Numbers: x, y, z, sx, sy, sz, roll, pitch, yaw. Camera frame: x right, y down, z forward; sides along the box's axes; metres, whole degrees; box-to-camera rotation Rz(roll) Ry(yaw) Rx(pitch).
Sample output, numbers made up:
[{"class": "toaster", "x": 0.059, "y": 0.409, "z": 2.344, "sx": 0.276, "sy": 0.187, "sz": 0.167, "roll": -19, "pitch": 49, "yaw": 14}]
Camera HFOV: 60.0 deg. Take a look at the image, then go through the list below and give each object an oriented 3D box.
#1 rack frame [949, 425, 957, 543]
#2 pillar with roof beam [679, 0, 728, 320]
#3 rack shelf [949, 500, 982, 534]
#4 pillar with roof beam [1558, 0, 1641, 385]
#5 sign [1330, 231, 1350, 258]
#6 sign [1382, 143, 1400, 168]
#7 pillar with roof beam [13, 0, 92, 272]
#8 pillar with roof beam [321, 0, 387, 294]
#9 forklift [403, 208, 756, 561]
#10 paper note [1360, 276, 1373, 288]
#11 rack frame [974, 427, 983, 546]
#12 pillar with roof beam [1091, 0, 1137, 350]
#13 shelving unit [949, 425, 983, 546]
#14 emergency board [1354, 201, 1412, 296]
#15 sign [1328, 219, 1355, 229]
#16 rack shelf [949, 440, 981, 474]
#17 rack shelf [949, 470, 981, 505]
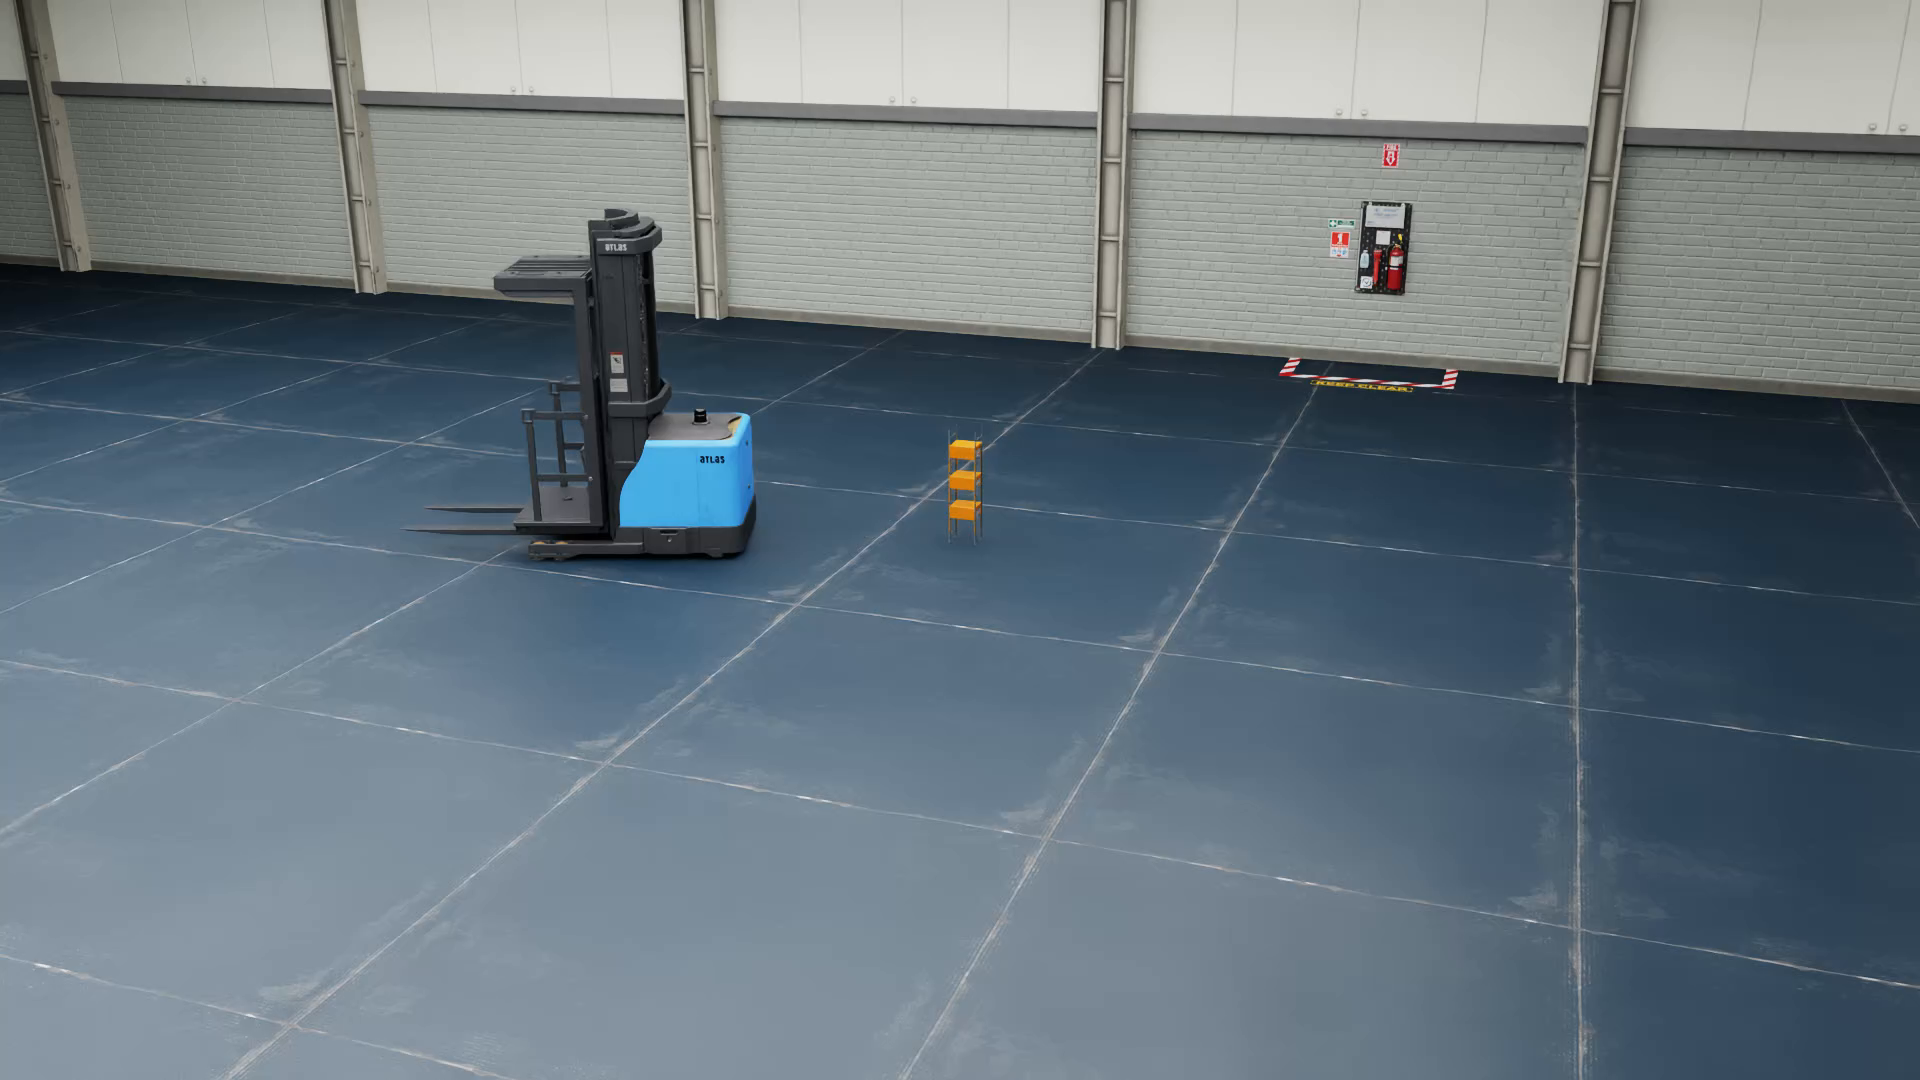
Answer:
[{"class": "rack frame", "x": -0.065, "y": -0.503, "z": 14.925, "sx": 0.008, "sy": 1.050, "sz": 0.200, "roll": 7, "pitch": 20, "yaw": 18}, {"class": "pillar with roof beam", "x": -5.062, "y": -6.195, "z": 19.177, "sx": 0.400, "sy": 9.000, "sz": 9.100, "roll": 7, "pitch": 20, "yaw": 18}, {"class": "rack shelf", "x": 0.051, "y": -0.218, "z": 14.982, "sx": 0.240, "sy": 0.259, "sz": 0.215, "roll": 7, "pitch": 20, "yaw": 18}, {"class": "pillar with roof beam", "x": 6.273, "y": -4.899, "z": 15.458, "sx": 0.400, "sy": 9.000, "sz": 9.100, "roll": 7, "pitch": 20, "yaw": 18}, {"class": "sign", "x": 4.876, "y": -3.792, "z": 21.343, "sx": 0.234, "sy": 0.329, "sz": 0.001, "roll": 7, "pitch": 20, "yaw": 18}, {"class": "sign", "x": 5.389, "y": -4.810, "z": 20.795, "sx": 0.199, "sy": 0.298, "sz": 0.001, "roll": 7, "pitch": 20, "yaw": 18}, {"class": "pillar with roof beam", "x": -16.398, "y": -7.491, "z": 22.896, "sx": 0.400, "sy": 9.000, "sz": 9.100, "roll": 7, "pitch": 20, "yaw": 18}, {"class": "pillar with roof beam", "x": -10.730, "y": -6.843, "z": 21.036, "sx": 0.400, "sy": 9.000, "sz": 9.100, "roll": 7, "pitch": 20, "yaw": 18}, {"class": "forklift", "x": -3.405, "y": -1.376, "z": 14.572, "sx": 3.031, "sy": 2.935, "sz": 1.130, "roll": 0, "pitch": 19, "yaw": 0}, {"class": "paper note", "x": 5.219, "y": -3.308, "z": 21.347, "sx": 0.142, "sy": 0.148, "sz": 0.016, "roll": 7, "pitch": 20, "yaw": 18}, {"class": "rack frame", "x": 0.166, "y": -0.477, "z": 14.849, "sx": 0.008, "sy": 1.050, "sz": 0.200, "roll": 7, "pitch": 20, "yaw": 18}, {"class": "pillar with roof beam", "x": 0.605, "y": -5.547, "z": 17.318, "sx": 0.400, "sy": 9.000, "sz": 9.100, "roll": 7, "pitch": 20, "yaw": 18}, {"class": "shelving unit", "x": 0.051, "y": -0.490, "z": 14.887, "sx": 0.252, "sy": 1.050, "sz": 0.215, "roll": 7, "pitch": 20, "yaw": 18}, {"class": "emergency board", "x": 5.364, "y": -3.683, "z": 21.086, "sx": 0.643, "sy": 1.169, "sz": 0.194, "roll": 7, "pitch": 20, "yaw": 18}, {"class": "sign", "x": 4.877, "y": -4.039, "z": 21.246, "sx": 0.331, "sy": 0.109, "sz": 0.001, "roll": 7, "pitch": 20, "yaw": 18}, {"class": "rack shelf", "x": 0.051, "y": -0.748, "z": 14.797, "sx": 0.240, "sy": 0.259, "sz": 0.215, "roll": 7, "pitch": 20, "yaw": 18}, {"class": "rack shelf", "x": 0.051, "y": -0.480, "z": 14.890, "sx": 0.240, "sy": 0.259, "sz": 0.215, "roll": 7, "pitch": 20, "yaw": 18}]
